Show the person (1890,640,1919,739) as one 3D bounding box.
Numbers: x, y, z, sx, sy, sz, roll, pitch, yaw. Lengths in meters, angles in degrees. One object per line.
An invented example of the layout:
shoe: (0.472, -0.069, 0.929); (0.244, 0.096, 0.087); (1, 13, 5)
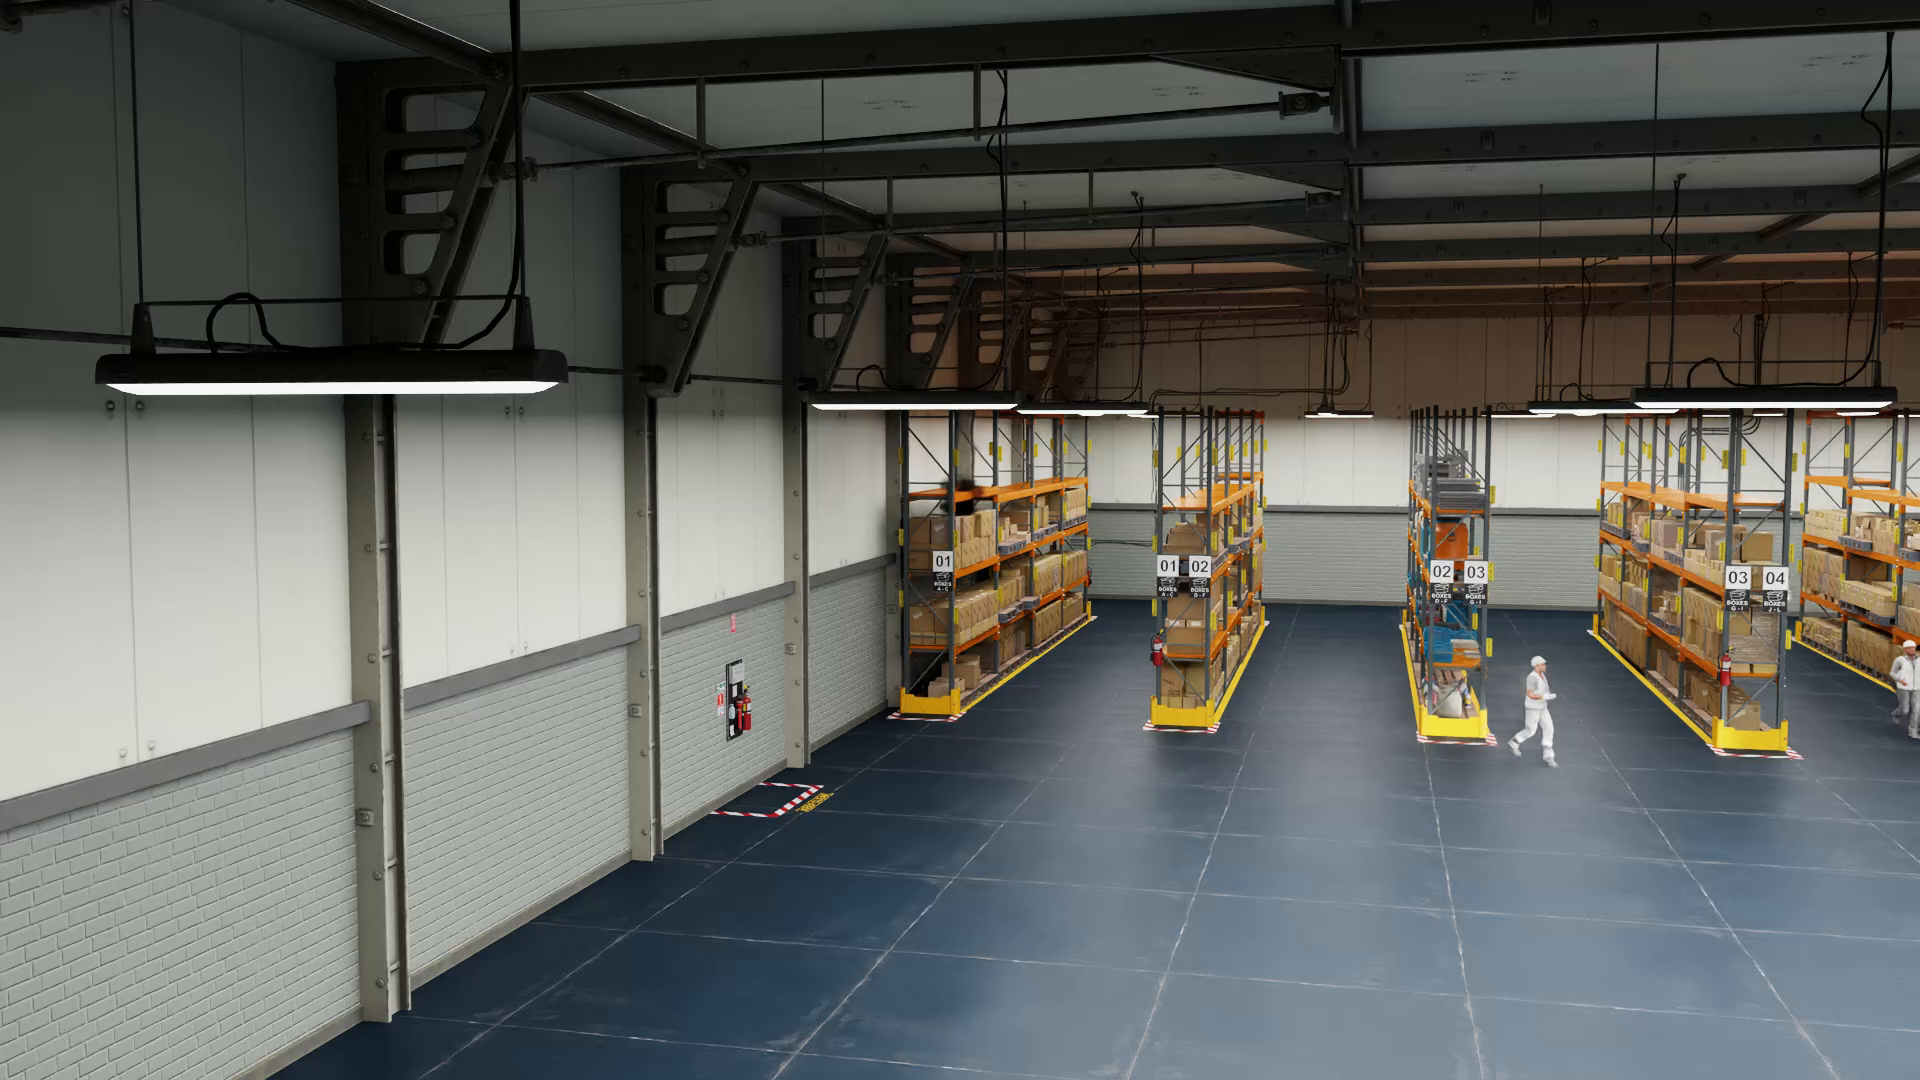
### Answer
person: (17.269, 2.693, 30.225); (0.677, 1.746, 0.875); (1, 4, 9)

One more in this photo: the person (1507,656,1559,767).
person: (9.577, 2.853, 27.766); (0.912, 1.849, 0.690); (4, 6, 43)

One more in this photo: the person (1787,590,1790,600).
person: (21.878, 1.747, 44.349); (0.555, 1.688, 0.645); (-2, 4, -22)
